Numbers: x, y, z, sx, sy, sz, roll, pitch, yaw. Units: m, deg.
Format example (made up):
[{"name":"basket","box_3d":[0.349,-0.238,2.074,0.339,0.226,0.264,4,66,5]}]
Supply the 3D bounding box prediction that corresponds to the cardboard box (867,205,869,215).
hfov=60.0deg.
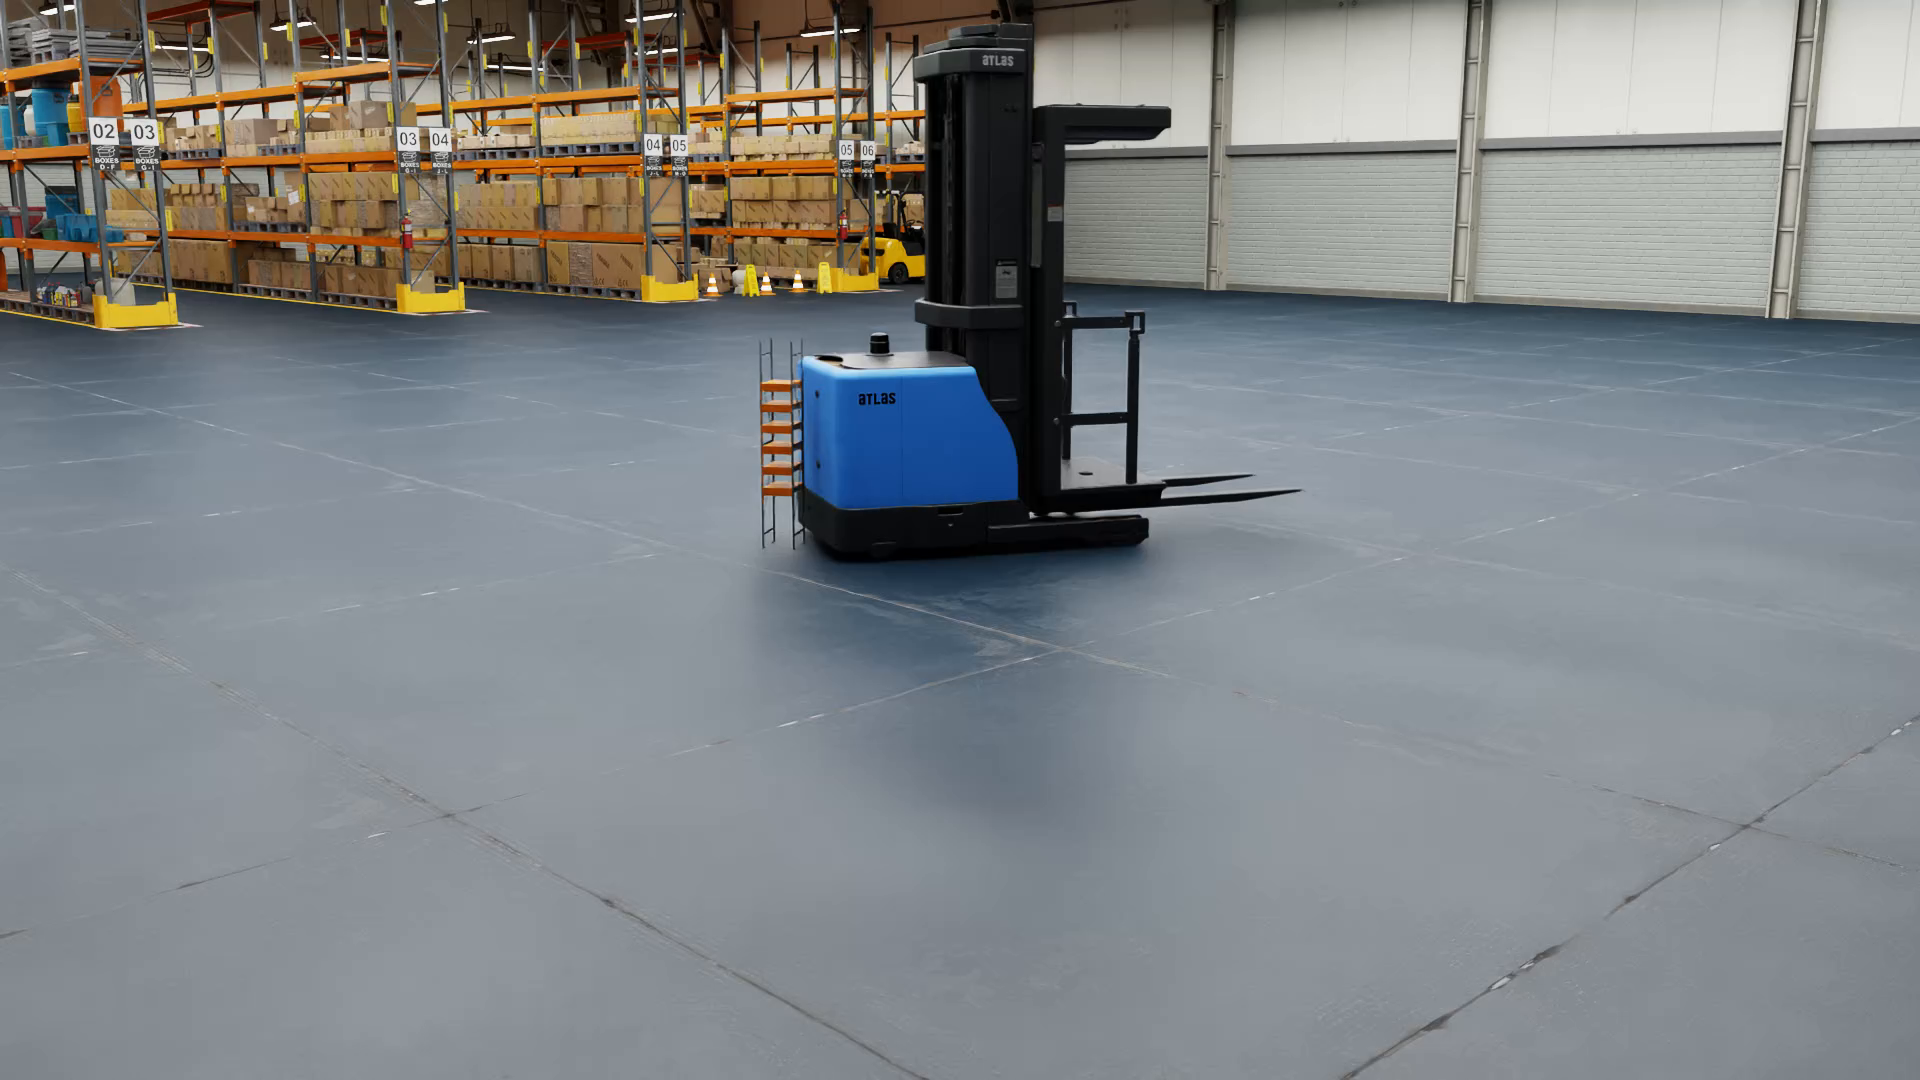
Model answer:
[{"name":"cardboard box","box_3d":[-2.324,-8.506,42.898,0.500,0.250,0.500,11,16,44]}]

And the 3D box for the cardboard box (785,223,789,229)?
[{"name":"cardboard box","box_3d":[-3.720,-7.076,37.447,0.380,0.149,0.250,-11,16,-43]}]

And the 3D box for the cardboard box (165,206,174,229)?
[{"name":"cardboard box","box_3d":[-17.583,-7.266,37.498,0.500,0.500,0.500,-11,16,-42]}]

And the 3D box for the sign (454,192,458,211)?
[{"name":"sign","box_3d":[-9.040,-6.067,29.783,0.100,0.325,0.005,-11,16,-43]}]

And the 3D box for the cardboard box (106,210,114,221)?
[{"name":"cardboard box","box_3d":[-20.346,-7.867,40.299,0.500,0.250,0.500,11,16,44]}]

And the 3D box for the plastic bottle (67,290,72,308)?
[{"name":"plastic bottle","box_3d":[-14.694,-3.984,27.457,0.061,0.283,0.133,-10,16,-41]}]

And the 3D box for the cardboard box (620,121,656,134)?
[{"name":"cardboard box","box_3d":[-6.315,-8.073,32.574,0.500,0.250,0.500,-11,16,-42]}]

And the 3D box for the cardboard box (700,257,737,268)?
[{"name":"cardboard box","box_3d":[-5.890,-6.632,40.139,0.950,0.372,0.625,-10,15,-39]}]

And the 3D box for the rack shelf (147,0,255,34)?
[{"name":"rack shelf","box_3d":[-16.338,-11.241,35.718,1.077,0.370,4.000,-11,16,-43]}]

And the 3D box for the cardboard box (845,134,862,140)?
[{"name":"cardboard box","box_3d":[-2.363,-8.766,36.238,0.380,0.149,0.250,-11,16,-43]}]

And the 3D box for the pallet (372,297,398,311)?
[{"name":"pallet","box_3d":[-10.020,-4.337,30.437,1.003,0.211,1.213,-11,16,-43]}]

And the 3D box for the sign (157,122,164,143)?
[{"name":"sign","box_3d":[-12.614,-6.427,26.218,0.100,0.325,0.005,-11,16,-43]}]

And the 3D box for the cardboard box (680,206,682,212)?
[{"name":"cardboard box","box_3d":[-6.570,-8.193,40.219,0.500,0.500,0.500,11,16,43]}]

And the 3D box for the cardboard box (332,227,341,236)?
[{"name":"cardboard box","box_3d":[-11.586,-5.807,31.286,0.380,0.149,0.250,-11,16,-43]}]

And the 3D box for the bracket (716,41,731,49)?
[{"name":"bracket","box_3d":[-6.764,-14.211,47.666,0.235,0.232,0.430,-11,16,-43]}]

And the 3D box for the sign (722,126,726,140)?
[{"name":"sign","box_3d":[-5.426,-9.370,38.267,0.100,0.325,0.005,-11,16,-43]}]

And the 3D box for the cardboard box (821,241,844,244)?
[{"name":"cardboard box","box_3d":[-3.325,-7.664,44.521,0.875,0.625,0.625,-10,15,-41]}]

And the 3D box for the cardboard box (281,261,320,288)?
[{"name":"cardboard box","box_3d":[-13.306,-5.389,33.740,0.500,0.500,0.700,10,15,40]}]

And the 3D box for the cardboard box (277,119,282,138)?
[{"name":"cardboard box","box_3d":[-13.754,-8.316,33.921,0.500,0.500,0.500,-11,16,-42]}]

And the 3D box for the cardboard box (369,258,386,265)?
[{"name":"cardboard box","box_3d":[-14.510,-6.952,41.510,0.380,0.149,0.250,-10,16,-41]}]

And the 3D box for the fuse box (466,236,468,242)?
[{"name":"fuse box","box_3d":[-15.605,-9.744,52.966,0.539,1.711,0.414,-11,16,-43]}]

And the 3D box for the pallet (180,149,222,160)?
[{"name":"pallet","box_3d":[-16.215,-8.361,36.097,1.003,0.211,1.213,-10,15,-40]}]

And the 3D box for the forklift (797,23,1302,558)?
[{"name":"forklift","box_3d":[0.590,-1.492,9.889,3.031,2.935,1.130,-4,12,-19]}]

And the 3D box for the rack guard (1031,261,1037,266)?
[{"name":"rack guard","box_3d":[1.339,-6.413,39.801,1.175,0.500,0.348,-11,16,-43]}]

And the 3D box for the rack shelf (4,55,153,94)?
[{"name":"rack shelf","box_3d":[-14.396,-7.560,27.077,1.077,0.370,4.000,-11,16,-43]}]

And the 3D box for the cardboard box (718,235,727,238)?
[{"name":"cardboard box","box_3d":[-6.695,-8.716,47.595,0.250,0.149,0.380,11,16,42]}]

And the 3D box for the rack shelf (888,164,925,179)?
[{"name":"rack shelf","box_3d":[-0.059,-9.050,40.752,1.077,0.370,4.000,-11,16,-43]}]

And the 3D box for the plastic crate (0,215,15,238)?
[{"name":"plastic crate","box_3d":[-16.764,-5.571,29.559,0.392,0.384,0.575,-11,16,-43]}]

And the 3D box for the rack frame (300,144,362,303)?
[{"name":"rack frame","box_3d":[-12.195,-6.152,32.336,1.000,3.000,0.127,-11,16,-43]}]

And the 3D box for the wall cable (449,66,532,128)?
[{"name":"wall cable","box_3d":[-14.860,-13.519,53.134,2.988,3.039,0.133,-11,16,-43]}]

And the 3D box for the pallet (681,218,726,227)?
[{"name":"pallet","box_3d":[-6.393,-7.739,40.517,1.003,0.211,1.213,-11,16,-43]}]

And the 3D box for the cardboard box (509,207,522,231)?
[{"name":"cardboard box","box_3d":[-9.440,-6.990,36.156,0.500,0.500,0.500,-11,16,-43]}]

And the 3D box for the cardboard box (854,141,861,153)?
[{"name":"cardboard box","box_3d":[-2.420,-8.601,36.425,0.500,0.250,0.500,-11,16,-44]}]

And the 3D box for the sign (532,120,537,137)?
[{"name":"sign","box_3d":[-8.923,-8.627,34.859,0.100,0.325,0.005,-11,16,-43]}]

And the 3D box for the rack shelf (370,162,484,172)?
[{"name":"rack shelf","box_3d":[-12.681,-8.820,39.640,1.077,0.370,4.000,-11,16,-43]}]

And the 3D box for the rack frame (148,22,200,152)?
[{"name":"rack frame","box_3d":[-17.720,-10.257,37.398,1.000,3.000,0.127,-11,16,-43]}]

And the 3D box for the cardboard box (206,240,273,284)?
[{"name":"cardboard box","box_3d":[-15.419,-6.004,35.845,0.875,0.875,1.225,11,16,43]}]

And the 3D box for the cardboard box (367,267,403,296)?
[{"name":"cardboard box","box_3d":[-10.708,-4.819,31.023,0.500,0.500,0.500,-9,15,-37]}]

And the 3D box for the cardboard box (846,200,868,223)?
[{"name":"cardboard box","box_3d":[-2.392,-7.251,36.689,0.500,0.500,0.500,-11,16,-43]}]

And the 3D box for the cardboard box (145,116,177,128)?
[{"name":"cardboard box","box_3d":[-18.364,-9.597,38.233,0.500,0.250,0.500,10,16,41]}]

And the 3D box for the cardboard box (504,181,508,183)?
[{"name":"cardboard box","box_3d":[-12.384,-9.858,45.996,0.380,0.149,0.250,-11,16,-42]}]

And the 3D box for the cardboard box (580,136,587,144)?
[{"name":"cardboard box","box_3d":[-7.482,-8.106,33.724,0.380,0.149,0.250,-11,16,-42]}]

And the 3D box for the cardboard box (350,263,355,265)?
[{"name":"cardboard box","box_3d":[-15.294,-6.966,42.312,0.380,0.149,0.250,-11,16,-43]}]

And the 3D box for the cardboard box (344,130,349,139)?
[{"name":"cardboard box","box_3d":[-11.063,-7.434,30.512,0.380,0.149,0.250,-10,16,-41]}]

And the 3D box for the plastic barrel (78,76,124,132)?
[{"name":"plastic barrel","box_3d":[-13.442,-6.816,26.023,0.600,0.830,0.708,-11,16,-43]}]

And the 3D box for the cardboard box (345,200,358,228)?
[{"name":"cardboard box","box_3d":[-10.875,-6.056,30.889,0.875,0.500,0.500,-11,16,-43]}]

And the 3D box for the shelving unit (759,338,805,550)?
[{"name":"shelving unit","box_3d":[-1.027,-0.556,9.626,0.189,1.200,0.258,2,11,10]}]

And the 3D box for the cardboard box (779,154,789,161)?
[{"name":"cardboard box","box_3d":[-3.807,-8.526,37.050,0.380,0.149,0.250,-11,16,-43]}]

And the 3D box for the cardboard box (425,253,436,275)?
[{"name":"cardboard box","box_3d":[-12.299,-6.529,39.323,0.500,0.500,0.500,-10,15,-40]}]

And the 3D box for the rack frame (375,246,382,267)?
[{"name":"rack frame","box_3d":[-14.062,-7.996,41.287,1.000,3.000,0.127,-11,16,-43]}]

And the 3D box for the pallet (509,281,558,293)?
[{"name":"pallet","box_3d":[-9.125,-5.564,36.397,1.003,0.211,1.213,-11,16,-43]}]

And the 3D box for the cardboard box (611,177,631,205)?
[{"name":"cardboard box","box_3d":[-6.450,-6.974,33.278,0.875,0.550,0.550,-11,16,-43]}]

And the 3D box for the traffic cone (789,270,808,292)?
[{"name":"traffic cone","box_3d":[-3.495,-5.589,35.894,0.336,0.463,0.334,-11,16,-43]}]

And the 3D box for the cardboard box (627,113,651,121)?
[{"name":"cardboard box","box_3d":[-6.253,-8.237,32.385,0.380,0.149,0.250,-11,16,-42]}]
